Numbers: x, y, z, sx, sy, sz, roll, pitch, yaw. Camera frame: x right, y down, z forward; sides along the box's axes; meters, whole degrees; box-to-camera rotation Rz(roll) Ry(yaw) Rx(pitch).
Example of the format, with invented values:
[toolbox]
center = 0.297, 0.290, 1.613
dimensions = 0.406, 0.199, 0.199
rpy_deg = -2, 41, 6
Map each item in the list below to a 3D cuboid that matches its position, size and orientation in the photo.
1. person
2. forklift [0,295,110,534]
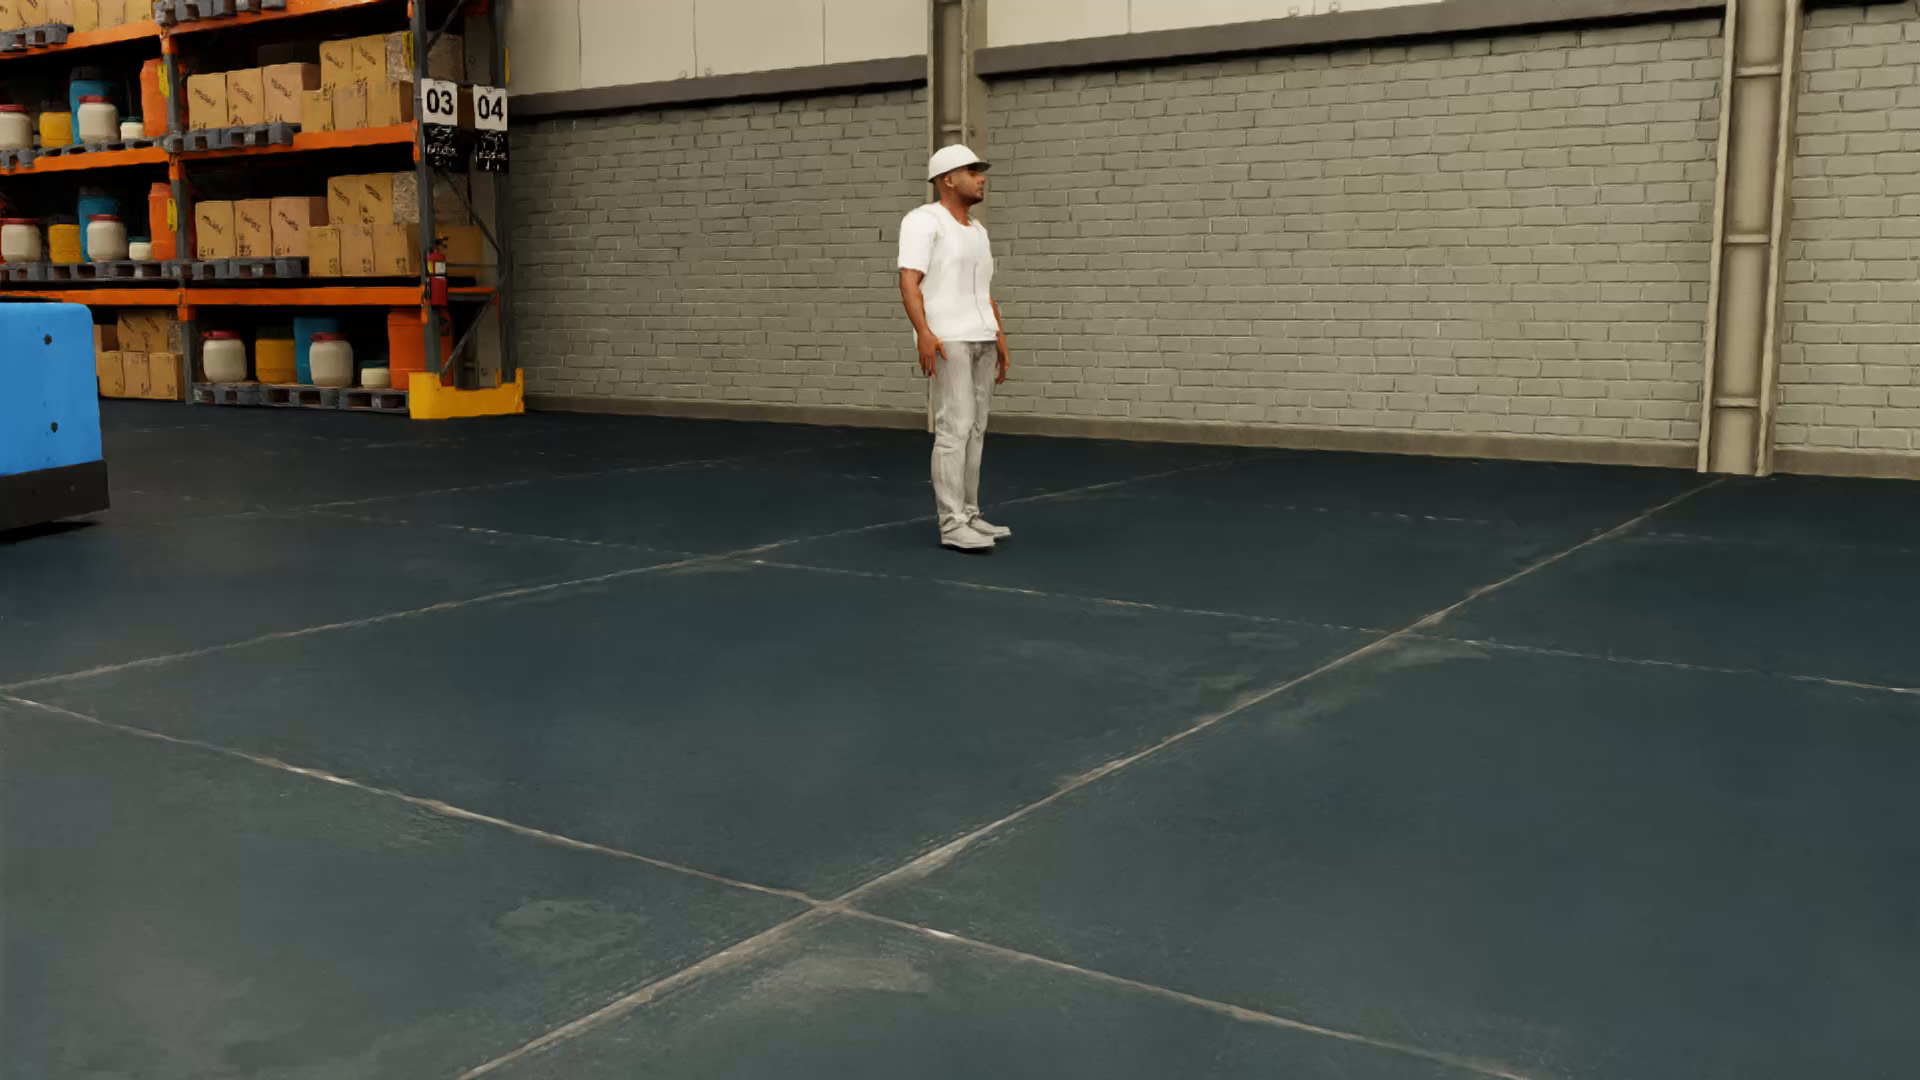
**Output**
[person]
center = 0.055, -0.875, 7.435
dimensions = 0.576, 1.766, 0.665
rpy_deg = 5, 10, 34
[forklift]
center = -5.730, -1.487, 7.648
dimensions = 3.031, 2.935, 1.130
rpy_deg = 0, 8, 3
